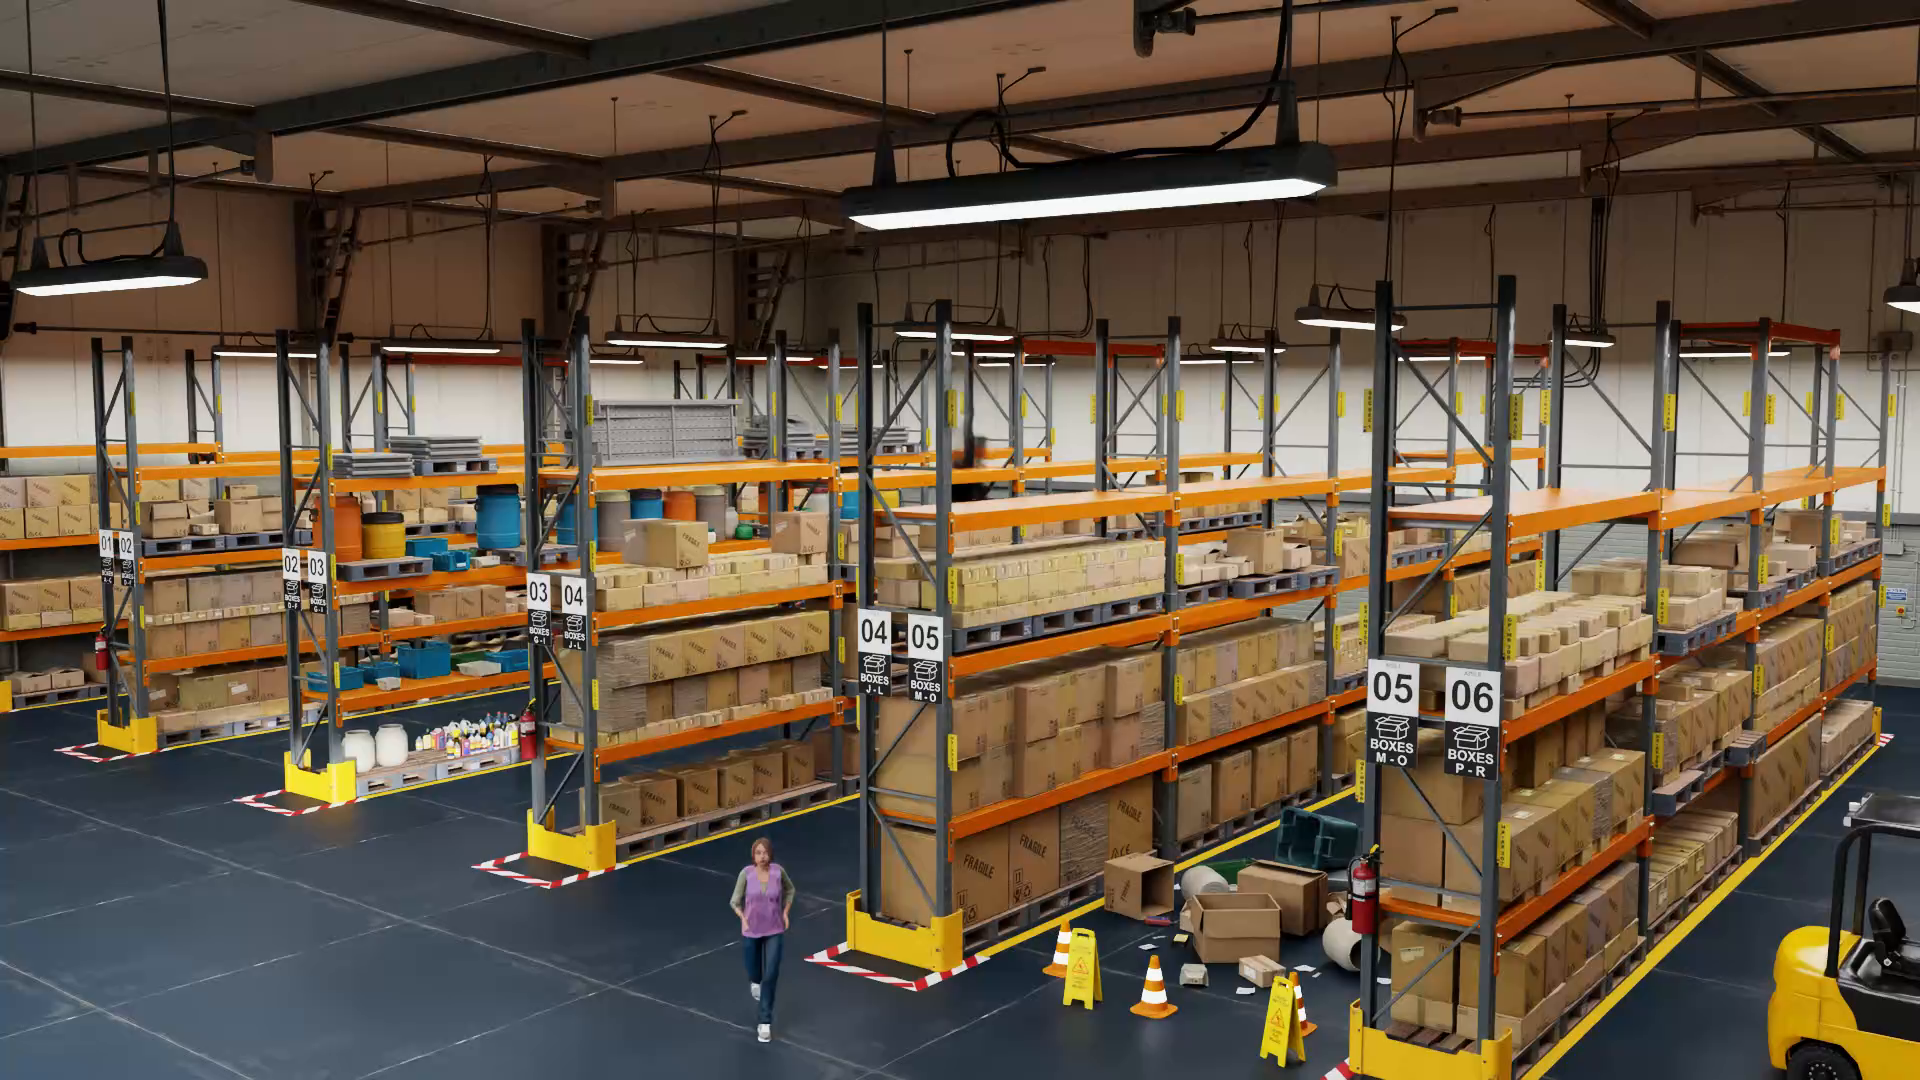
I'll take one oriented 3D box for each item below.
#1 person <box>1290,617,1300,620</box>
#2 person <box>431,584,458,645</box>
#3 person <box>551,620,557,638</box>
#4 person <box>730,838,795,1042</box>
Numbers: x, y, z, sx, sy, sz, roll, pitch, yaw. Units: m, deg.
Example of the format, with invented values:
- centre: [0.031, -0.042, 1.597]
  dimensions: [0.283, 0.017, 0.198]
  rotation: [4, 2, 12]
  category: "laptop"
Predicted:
- centre: [5.068, 2.045, 25.260]
  dimensions: [0.628, 1.763, 0.775]
  rotation: [5, 7, 44]
  category: "person"
- centre: [-9.511, 1.654, 30.713]
  dimensions: [0.665, 1.685, 0.593]
  rotation: [3, 6, 34]
  category: "person"
- centre: [-8.339, 1.353, 34.012]
  dimensions: [0.583, 1.645, 0.913]
  rotation: [3, 6, 28]
  category: "person"
- centre: [-1.606, 3.204, 13.582]
  dimensions: [0.537, 1.585, 0.779]
  rotation: [-1, 5, -9]
  category: "person"
